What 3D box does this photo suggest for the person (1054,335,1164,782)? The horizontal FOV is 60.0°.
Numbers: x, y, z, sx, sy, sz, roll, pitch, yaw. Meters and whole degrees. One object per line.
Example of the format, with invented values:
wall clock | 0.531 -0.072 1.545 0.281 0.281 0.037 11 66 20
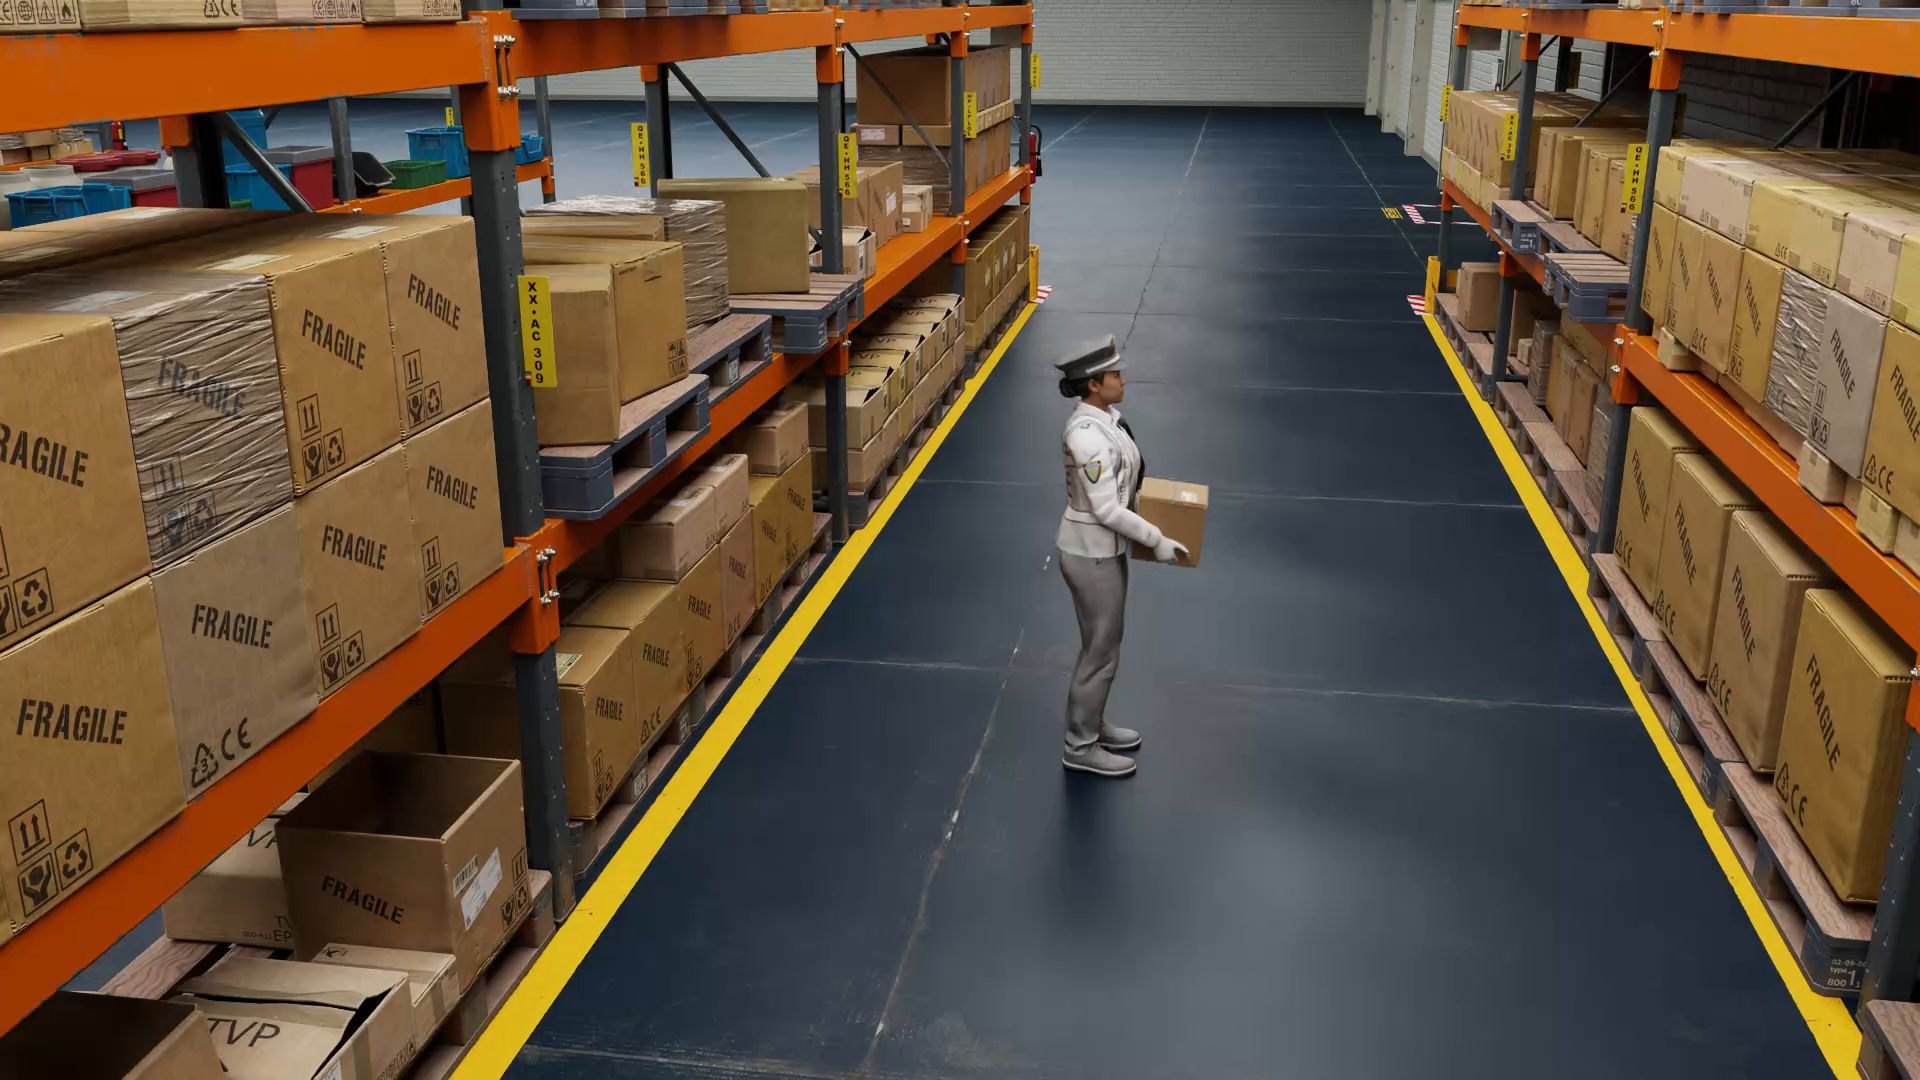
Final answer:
person | 0.572 0.054 6.346 0.425 1.686 0.498 3 18 8
